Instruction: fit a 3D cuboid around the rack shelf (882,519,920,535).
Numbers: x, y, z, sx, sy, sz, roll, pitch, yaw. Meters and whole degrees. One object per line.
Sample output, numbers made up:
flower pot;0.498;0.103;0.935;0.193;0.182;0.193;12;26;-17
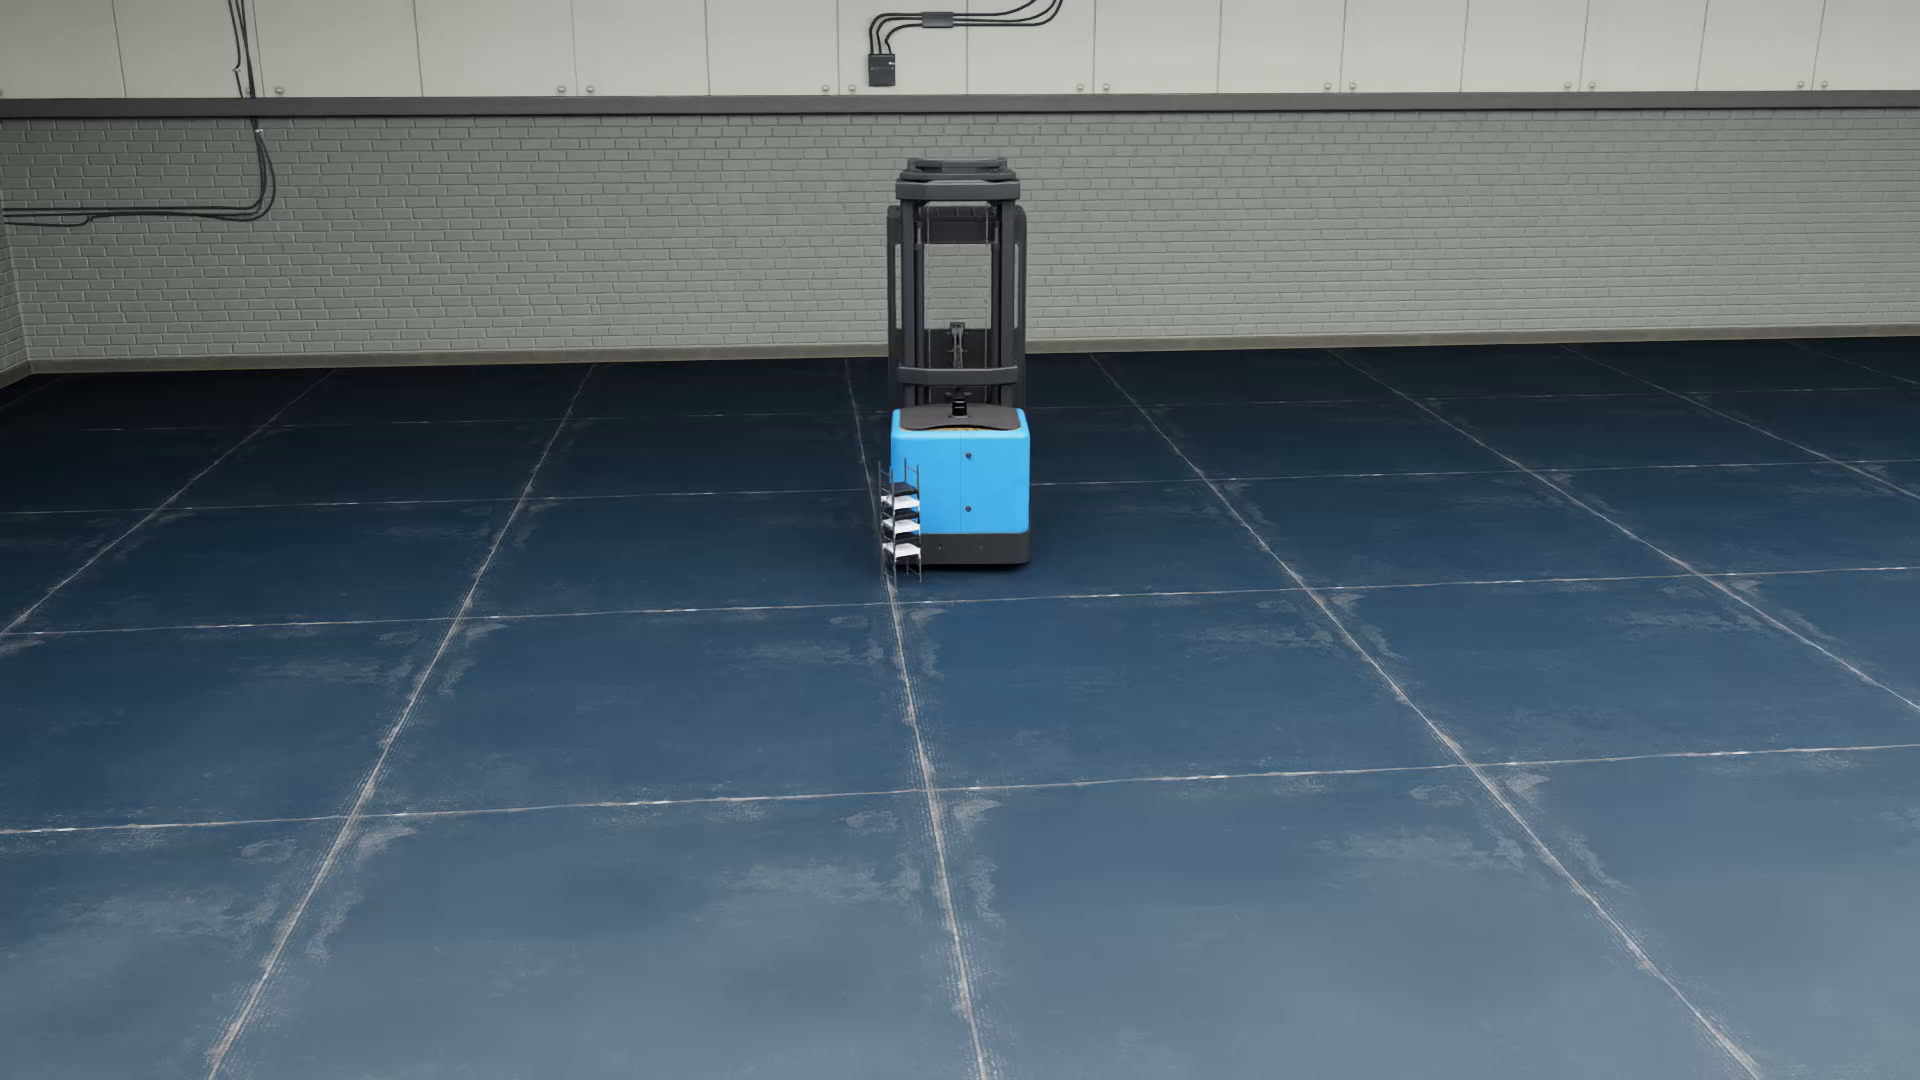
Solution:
rack shelf;-0.434;-0.093;12.076;0.200;0.077;0.258;-9;20;-25

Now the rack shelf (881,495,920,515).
rack shelf;-0.436;-0.264;12.021;0.200;0.077;0.258;-9;20;-25

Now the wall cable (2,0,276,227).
wall cable;-9.353;-4.783;18.574;3.097;2.526;0.112;-2;18;-6

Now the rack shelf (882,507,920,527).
rack shelf;-0.435;-0.178;12.049;0.200;0.077;0.258;-9;20;-25

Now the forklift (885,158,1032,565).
forklift;-0.033;-1.603;13.389;1.130;2.935;3.031;0;17;-1

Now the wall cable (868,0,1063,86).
wall cable;0.091;-8.176;18.519;2.305;6.003;0.169;-2;18;-6

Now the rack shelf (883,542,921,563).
rack shelf;-0.432;0.079;12.131;0.200;0.077;0.258;-9;20;-25

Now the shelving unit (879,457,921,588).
shelving unit;-0.435;-0.124;12.066;0.210;0.900;0.258;-9;20;-25

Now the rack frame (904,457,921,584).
rack frame;-0.344;-0.139;12.110;0.006;0.900;0.240;-9;20;-25

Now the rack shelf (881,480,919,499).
rack shelf;-0.437;-0.350;11.994;0.200;0.077;0.258;-9;20;-25

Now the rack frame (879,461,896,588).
rack frame;-0.525;-0.109;12.023;0.006;0.900;0.240;-9;20;-25

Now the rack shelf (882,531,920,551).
rack shelf;-0.433;-0.007;12.104;0.200;0.077;0.258;-9;20;-25
